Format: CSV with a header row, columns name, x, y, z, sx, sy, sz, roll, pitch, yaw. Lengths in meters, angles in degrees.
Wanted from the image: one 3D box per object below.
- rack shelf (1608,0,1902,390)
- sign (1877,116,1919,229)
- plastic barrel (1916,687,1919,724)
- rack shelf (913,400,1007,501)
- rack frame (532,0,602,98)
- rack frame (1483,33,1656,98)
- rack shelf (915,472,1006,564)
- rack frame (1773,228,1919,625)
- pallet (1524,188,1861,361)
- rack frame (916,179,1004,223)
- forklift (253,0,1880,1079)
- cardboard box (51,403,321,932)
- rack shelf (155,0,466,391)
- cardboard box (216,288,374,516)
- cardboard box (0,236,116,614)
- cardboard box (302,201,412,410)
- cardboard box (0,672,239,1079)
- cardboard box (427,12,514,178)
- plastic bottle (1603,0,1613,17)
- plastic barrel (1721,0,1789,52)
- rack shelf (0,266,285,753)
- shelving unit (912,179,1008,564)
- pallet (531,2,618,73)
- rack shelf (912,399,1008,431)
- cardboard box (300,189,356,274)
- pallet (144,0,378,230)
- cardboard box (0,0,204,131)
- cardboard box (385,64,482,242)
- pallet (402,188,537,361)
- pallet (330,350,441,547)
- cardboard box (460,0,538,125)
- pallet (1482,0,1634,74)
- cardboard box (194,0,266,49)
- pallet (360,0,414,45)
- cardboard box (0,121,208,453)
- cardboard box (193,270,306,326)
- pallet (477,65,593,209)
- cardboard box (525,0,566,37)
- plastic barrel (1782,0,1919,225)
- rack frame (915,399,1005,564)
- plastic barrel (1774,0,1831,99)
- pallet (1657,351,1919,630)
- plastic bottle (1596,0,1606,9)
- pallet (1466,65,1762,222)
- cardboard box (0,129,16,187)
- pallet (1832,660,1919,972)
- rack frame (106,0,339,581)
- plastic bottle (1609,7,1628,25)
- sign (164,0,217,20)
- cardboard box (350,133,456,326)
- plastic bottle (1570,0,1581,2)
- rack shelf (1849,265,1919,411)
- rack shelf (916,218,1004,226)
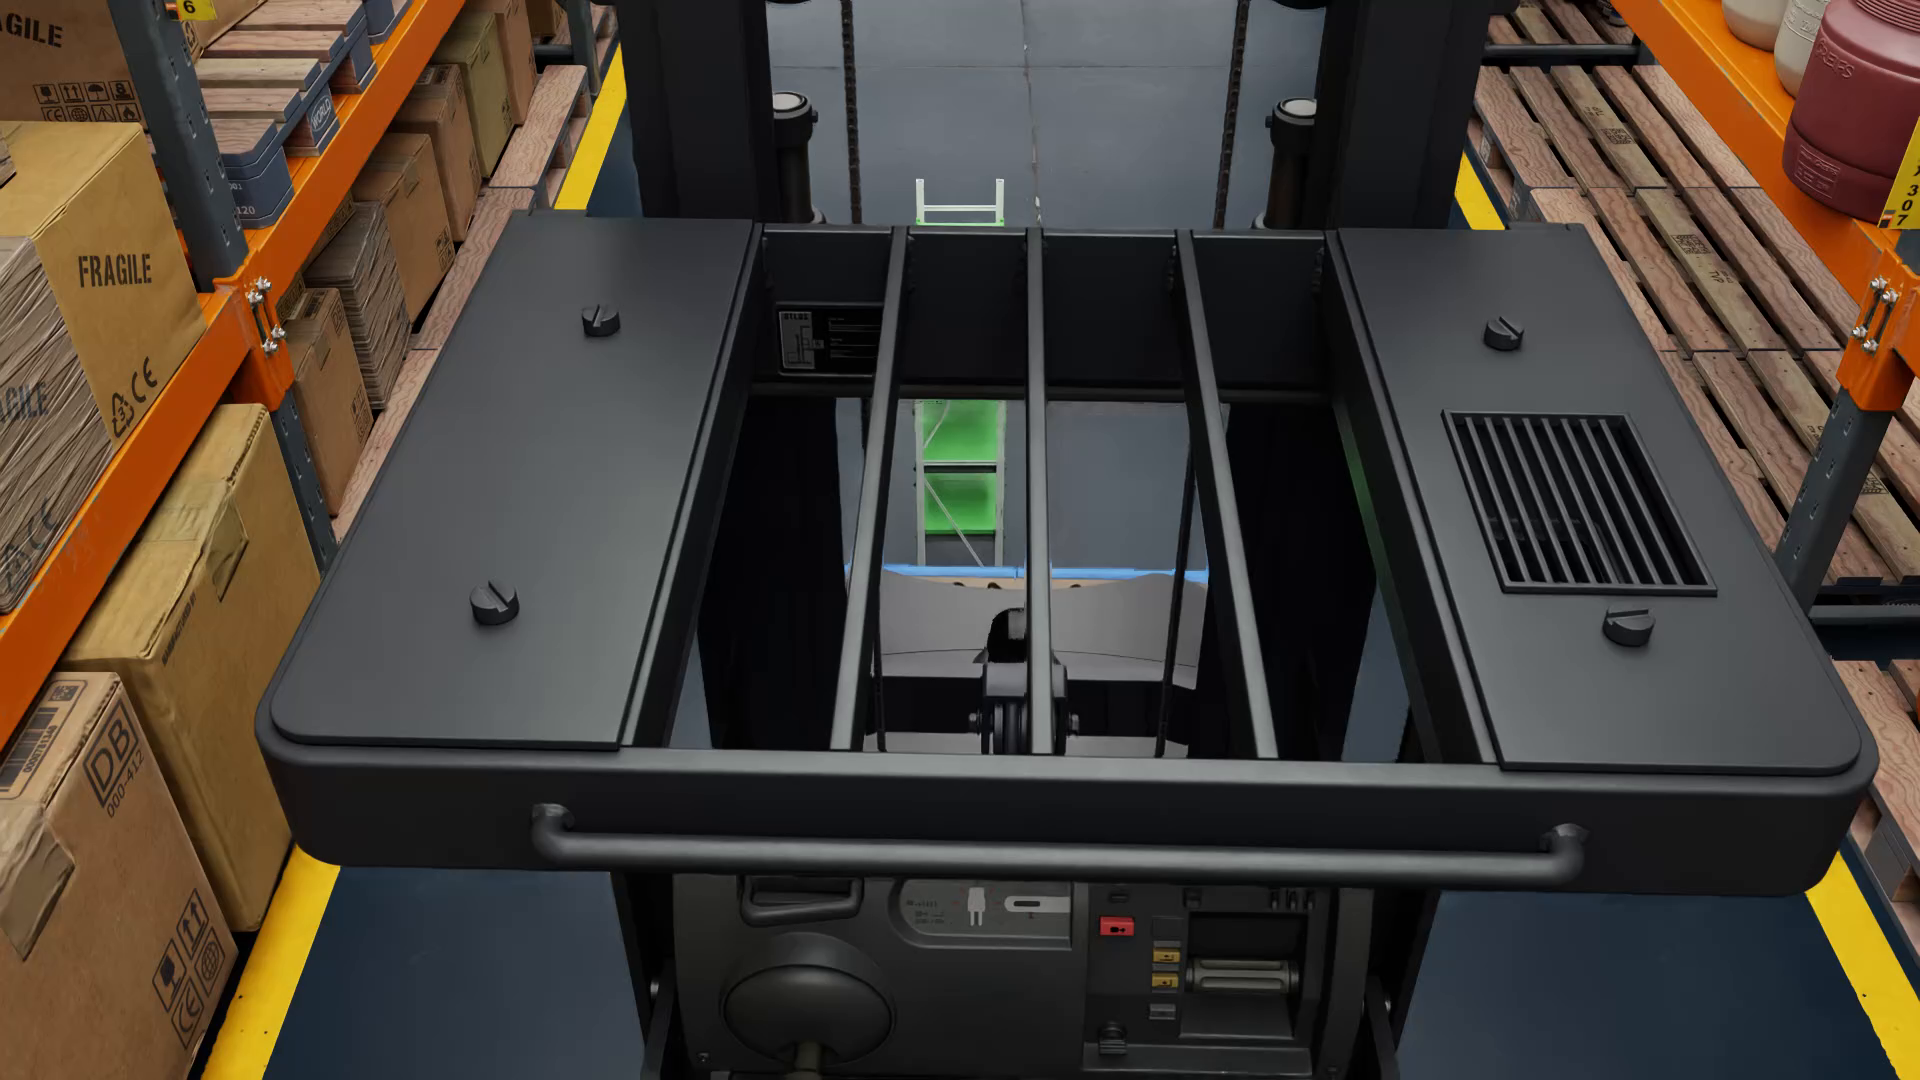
name,x,y,z,sx,sy,sz,roll,pitch,yaw
rack shelf,2.744,-1.767,5.632,1.077,0.370,4.000,0,39,0
sign,2.196,-0.856,3.789,0.100,0.325,0.005,0,39,0
plastic barrel,2.764,0.192,4.012,0.600,0.830,0.708,0,39,0
rack shelf,0.000,-0.315,4.786,0.258,0.148,0.480,0,39,0
rack frame,-2.211,-3.295,6.963,1.000,3.000,0.127,0,39,0
rack frame,2.742,-3.299,6.968,1.000,3.000,0.127,0,39,0
rack shelf,0.000,-0.128,4.936,0.258,0.148,0.480,0,39,0
rack frame,2.746,-0.797,3.846,1.000,3.000,0.127,0,39,0
pallet,2.786,-0.955,6.272,1.003,0.211,1.213,0,39,0
rack frame,0.000,-0.517,4.936,0.240,1.200,0.015,0,39,0
forklift,0.077,0.665,2.077,1.130,2.935,3.031,1,39,1
cardboard box,-2.227,0.303,3.836,1.225,0.875,0.875,-2,39,-2
rack shelf,-2.209,-1.764,5.627,1.077,0.370,4.000,0,39,0
cardboard box,-2.228,-0.409,5.009,0.700,0.500,0.500,-2,39,-2
cardboard box,-1.964,-0.212,3.037,0.500,0.500,0.500,0,39,0
cardboard box,-2.241,-0.756,5.441,0.700,0.500,0.500,-3,39,-4
cardboard box,-2.234,0.861,3.141,1.225,0.875,0.875,0,39,0
cardboard box,-2.251,-1.809,6.756,0.700,0.500,0.500,0,39,0
plastic bottle,3.179,-2.641,8.033,0.097,0.201,0.097,0,39,0
plastic barrel,2.531,-1.747,4.942,0.421,0.512,0.421,0,39,0
rack shelf,-2.205,0.738,2.506,1.077,0.370,4.000,0,39,0
shelving unit,0.000,-0.365,4.746,0.258,1.200,0.503,0,39,0
pallet,-2.248,-2.627,8.359,1.003,0.211,1.213,0,39,0
rack shelf,0.000,-0.502,4.635,0.258,0.148,0.480,0,39,0
cardboard box,-2.248,-1.033,5.188,0.500,0.250,0.500,4,39,5
pallet,-2.314,-1.164,4.458,1.213,0.211,1.003,0,39,0
cardboard box,-2.247,-1.334,4.100,0.500,0.500,0.500,-5,39,-6
cardboard box,-2.249,-1.459,6.319,0.700,0.500,0.500,-3,39,-4
pallet,-2.205,-0.955,6.273,1.003,0.211,1.213,0,39,0
pallet,-2.206,-0.194,5.324,1.003,0.211,1.213,0,39,0
cardboard box,-2.232,-2.107,7.128,0.700,0.500,0.500,-3,39,-4
pallet,2.782,-2.631,8.364,1.003,0.211,1.213,0,39,0
cardboard box,-2.348,-1.683,4.536,0.700,0.500,0.500,5,39,7
pallet,-2.250,-1.957,5.446,1.003,0.211,1.213,0,39,0
cardboard box,-1.958,-0.524,3.426,0.500,0.500,0.500,1,39,1
cardboard box,-2.238,-0.702,4.774,0.500,0.250,0.500,1,39,2
pallet,-2.209,-1.720,7.228,1.003,0.211,1.213,0,39,0
cardboard box,-2.172,-2.734,7.926,0.500,0.500,0.500,-1,39,-1
plastic barrel,2.443,-1.140,4.165,0.600,0.536,0.708,0,39,0
rack frame,0.000,-0.212,4.555,0.240,1.200,0.015,0,39,0
plastic barrel,2.531,-1.484,4.614,0.421,0.512,0.421,0,39,0
pallet,2.784,-0.194,5.323,1.003,0.211,1.213,0,39,0
plastic bottle,3.179,-2.705,8.113,0.097,0.201,0.097,0,39,0
pallet,2.781,-1.719,7.227,1.003,0.211,1.213,0,39,0
cardboard box,-2.222,-0.767,2.926,0.797,0.503,0.637,1,39,1
pallet,2.789,0.784,4.103,1.003,0.211,1.213,0,39,0
rack frame,-2.207,-0.794,3.842,1.000,3.000,0.127,0,39,0
plastic bottle,3.180,-2.605,7.932,0.097,0.271,0.097,0,39,0
sign,-1.652,-1.248,3.483,0.100,0.325,0.005,0,39,0
cardboard box,-2.249,-1.110,5.884,0.700,0.500,0.500,3,39,4
plastic bottle,3.045,-2.812,8.180,0.061,0.283,0.133,0,39,0
rack shelf,2.748,0.734,2.510,1.077,0.370,4.000,0,39,0
rack shelf,0.000,-0.689,4.485,0.258,0.148,0.480,0,39,0
